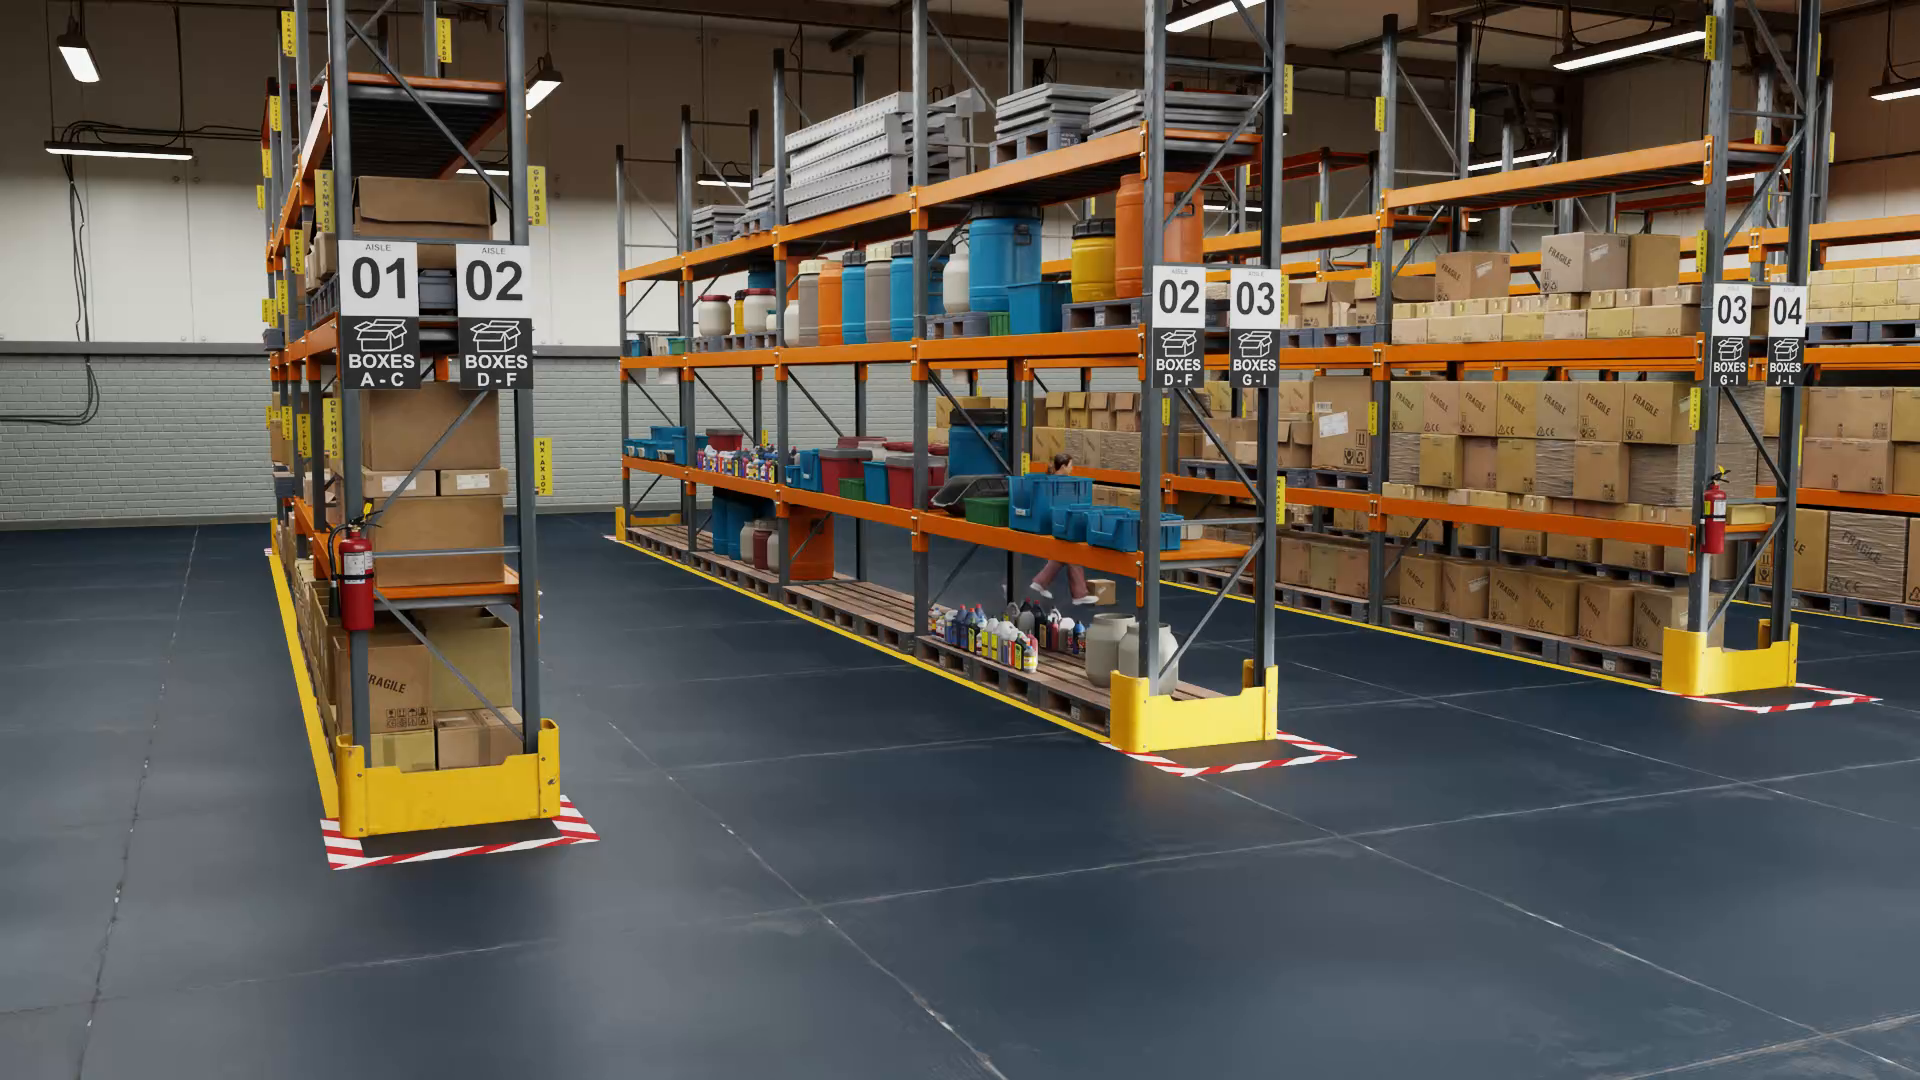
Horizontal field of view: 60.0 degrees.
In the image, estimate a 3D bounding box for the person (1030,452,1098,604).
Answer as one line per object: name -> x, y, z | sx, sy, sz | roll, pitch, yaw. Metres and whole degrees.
person -> 1.150, -0.130, 18.148 | 0.719, 1.665, 0.472 | -2, 6, -23
